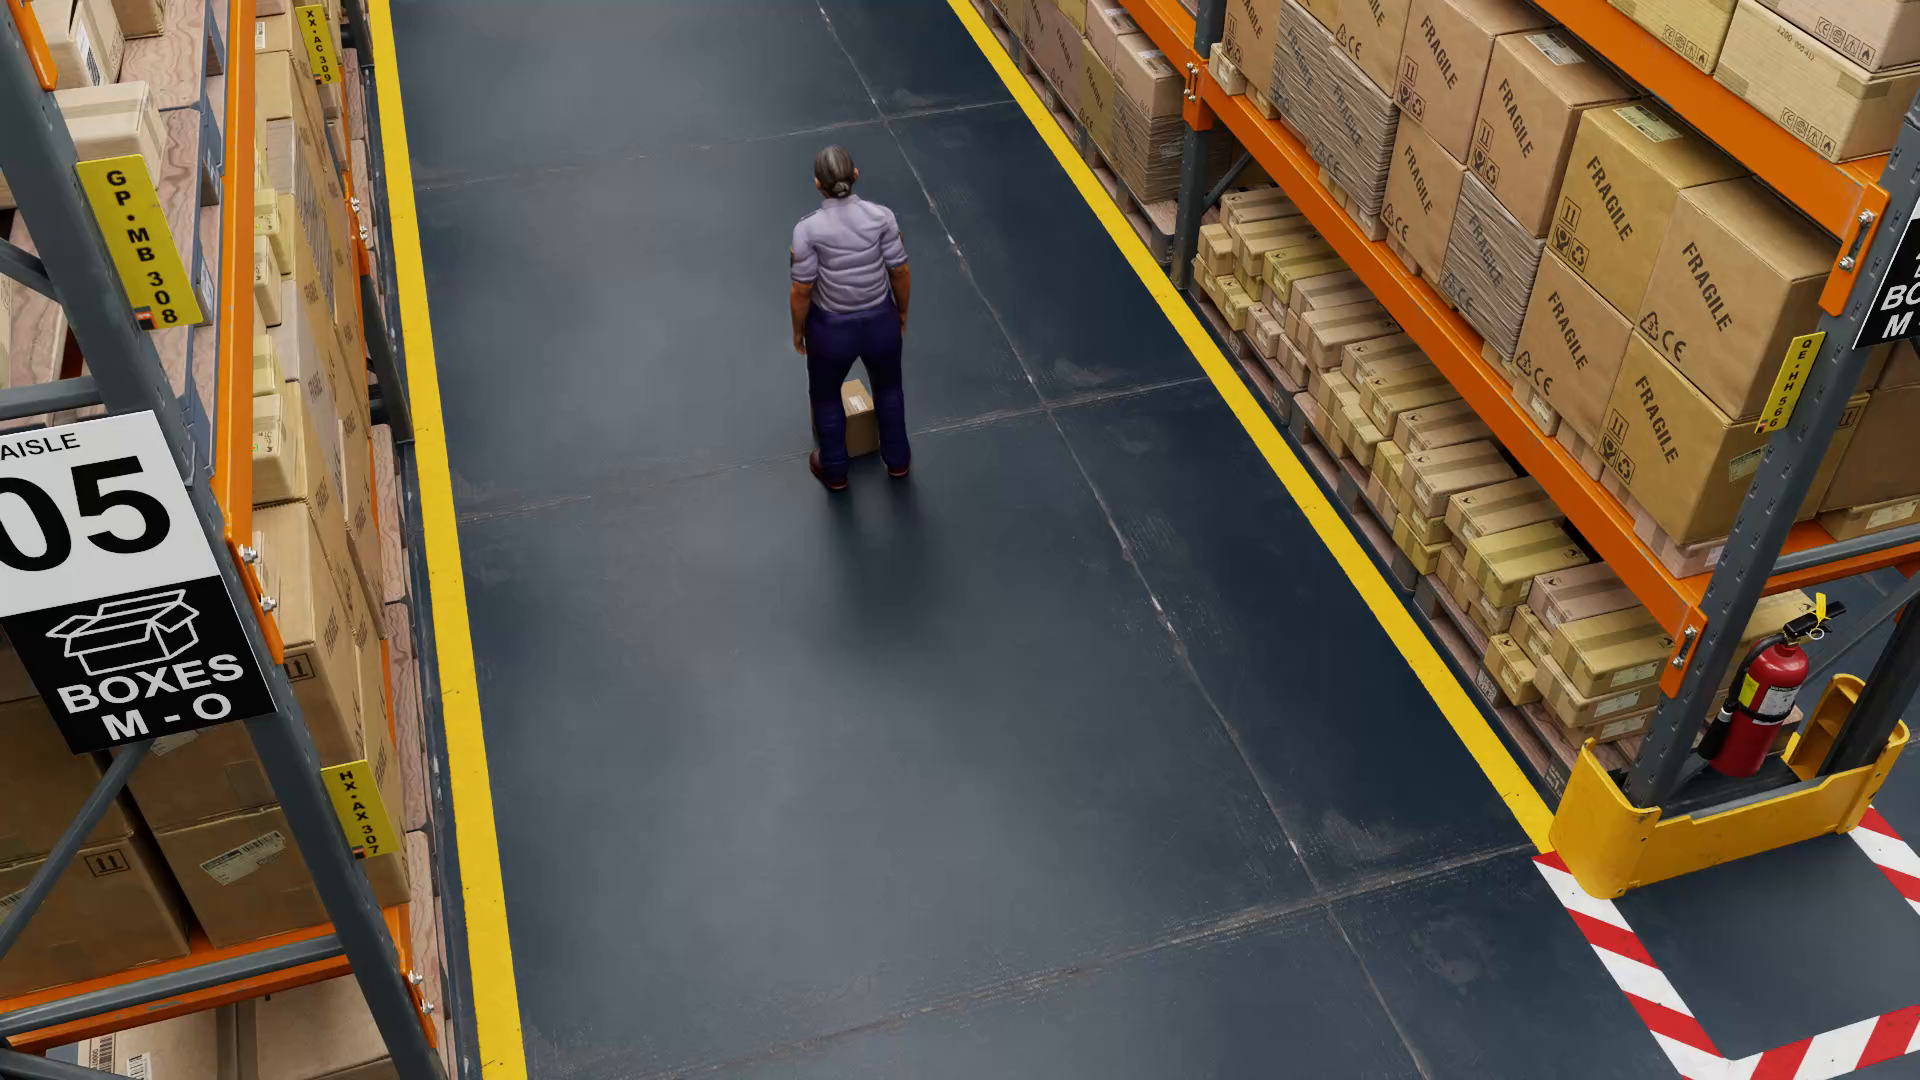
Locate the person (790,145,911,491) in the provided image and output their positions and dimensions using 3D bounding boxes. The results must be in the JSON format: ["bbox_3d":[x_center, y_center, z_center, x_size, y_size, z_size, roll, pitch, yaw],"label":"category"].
[{"bbox_3d":[-0.463,-0.923,7.174,0.537,1.651,0.373,-12,44,-13],"label":"person"}]
